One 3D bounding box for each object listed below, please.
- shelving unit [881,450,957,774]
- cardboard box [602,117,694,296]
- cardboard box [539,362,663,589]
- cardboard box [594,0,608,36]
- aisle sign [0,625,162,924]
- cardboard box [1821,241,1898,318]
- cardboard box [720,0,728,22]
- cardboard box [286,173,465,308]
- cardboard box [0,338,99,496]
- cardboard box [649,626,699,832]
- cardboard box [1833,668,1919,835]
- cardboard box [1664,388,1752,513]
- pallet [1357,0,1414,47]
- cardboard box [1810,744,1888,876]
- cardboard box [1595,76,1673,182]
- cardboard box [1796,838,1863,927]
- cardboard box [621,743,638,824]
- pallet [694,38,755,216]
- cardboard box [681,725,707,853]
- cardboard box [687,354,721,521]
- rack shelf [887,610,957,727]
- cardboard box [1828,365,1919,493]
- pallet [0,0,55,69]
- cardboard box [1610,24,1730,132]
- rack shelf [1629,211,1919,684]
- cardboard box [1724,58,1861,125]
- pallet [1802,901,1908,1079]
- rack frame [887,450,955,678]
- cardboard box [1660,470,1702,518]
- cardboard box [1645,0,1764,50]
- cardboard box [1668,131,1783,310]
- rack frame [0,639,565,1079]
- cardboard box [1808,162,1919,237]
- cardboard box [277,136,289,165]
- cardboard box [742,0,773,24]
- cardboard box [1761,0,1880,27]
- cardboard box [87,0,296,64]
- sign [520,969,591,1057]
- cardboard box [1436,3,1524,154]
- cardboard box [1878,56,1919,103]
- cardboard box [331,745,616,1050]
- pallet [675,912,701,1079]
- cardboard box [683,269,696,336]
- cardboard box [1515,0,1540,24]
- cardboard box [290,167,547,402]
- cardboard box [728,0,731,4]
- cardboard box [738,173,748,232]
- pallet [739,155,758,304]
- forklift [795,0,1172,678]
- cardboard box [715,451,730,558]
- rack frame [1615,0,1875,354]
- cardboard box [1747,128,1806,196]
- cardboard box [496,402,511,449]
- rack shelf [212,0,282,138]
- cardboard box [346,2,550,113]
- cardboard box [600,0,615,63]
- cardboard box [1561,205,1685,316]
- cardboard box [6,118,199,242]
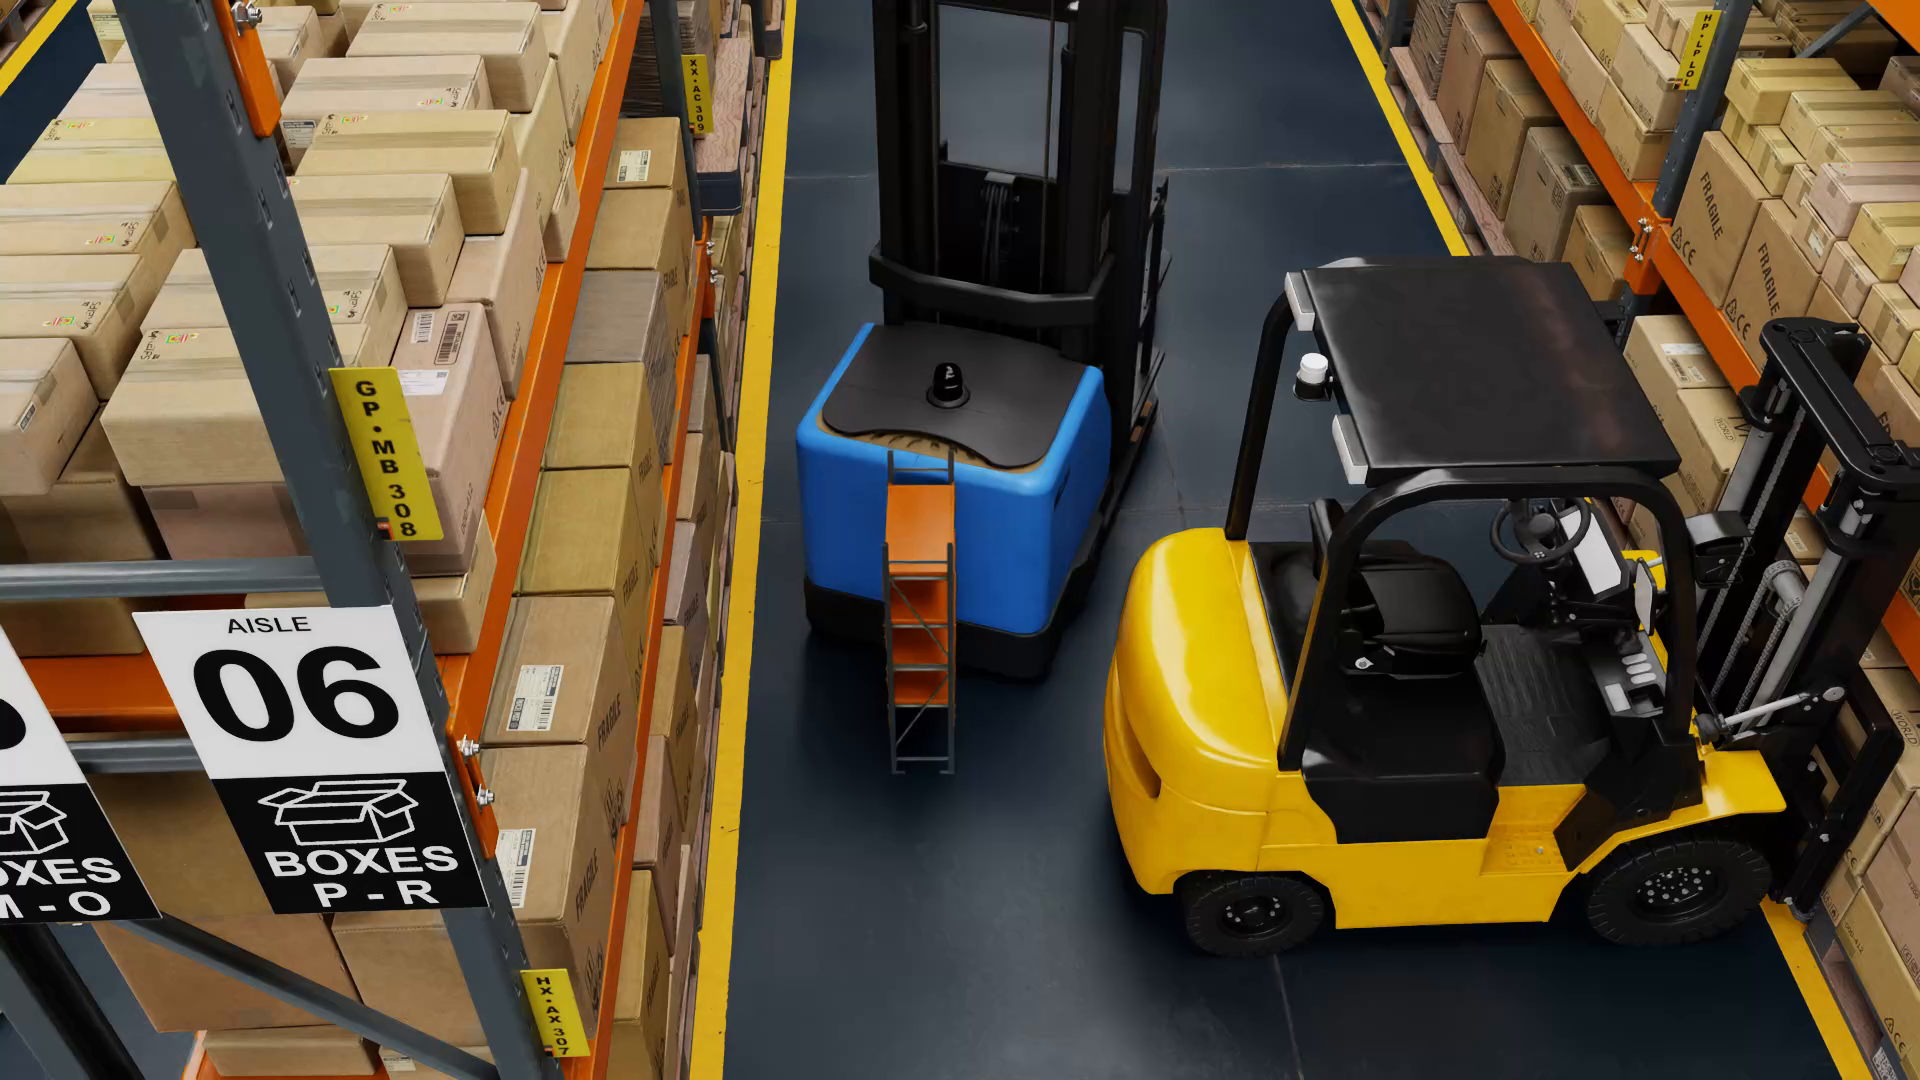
[{"bbox_3d":[-0.142,0.291,6.194,0.258,1.200,0.503,0,43,0],"label":"shelving unit"},{"bbox_3d":[-1.288,-1.231,6.229,0.500,0.500,0.500,-3,43,-3],"label":"cardboard box"},{"bbox_3d":[-1.206,-0.188,5.091,0.500,0.500,0.500,-2,43,-3],"label":"cardboard box"},{"bbox_3d":[-1.238,-1.562,4.555,0.500,0.250,0.500,-2,43,-2],"label":"cardboard box"},{"bbox_3d":[-1.673,0.414,2.804,0.394,0.787,0.004,-2,43,-2],"label":"aisle sign"},{"bbox_3d":[3.152,-0.880,5.586,0.380,0.149,0.250,-2,43,-2],"label":"cardboard box"},{"bbox_3d":[-1.318,-2.676,7.494,0.500,0.500,0.500,-2,43,-2],"label":"cardboard box"},{"bbox_3d":[-1.172,-0.571,3.178,0.380,0.149,0.250,-2,43,-2],"label":"cardboard box"},{"bbox_3d":[-1.695,-0.204,2.779,0.380,0.149,0.250,-1,43,-1],"label":"cardboard box"},{"bbox_3d":[-1.185,0.645,5.646,0.500,0.500,0.500,-1,43,-1],"label":"cardboard box"},{"bbox_3d":[3.184,0.681,5.421,0.500,0.250,0.500,-1,43,-1],"label":"cardboard box"},{"bbox_3d":[3.122,-0.351,6.547,0.500,0.250,0.500,-2,43,-2],"label":"cardboard box"},{"bbox_3d":[3.240,-3.700,11.280,1.003,0.211,1.213,-2,43,-2],"label":"pallet"},{"bbox_3d":[3.187,0.846,5.611,0.500,0.250,0.500,-3,43,-3],"label":"cardboard box"},{"bbox_3d":[3.121,-1.800,7.255,0.500,0.250,0.500,-1,43,-1],"label":"cardboard box"},{"bbox_3d":[3.214,1.054,5.754,0.500,0.250,0.500,-1,43,-1],"label":"cardboard box"},{"bbox_3d":[-1.113,0.656,4.650,0.380,0.149,0.250,-1,43,-1],"label":"cardboard box"},{"bbox_3d":[-1.442,-1.827,7.315,1.003,0.211,1.213,-2,43,-2],"label":"pallet"},{"bbox_3d":[-1.193,0.916,5.905,0.500,0.250,0.500,1,43,1],"label":"cardboard box"},{"bbox_3d":[-1.262,-0.404,6.789,0.500,0.500,0.500,-2,43,-2],"label":"cardboard box"},{"bbox_3d":[-0.142,0.487,6.374,0.258,0.148,0.480,0,43,0],"label":"rack shelf"},{"bbox_3d":[3.223,-0.219,5.345,0.500,0.500,0.500,-1,43,-2],"label":"cardboard box"},{"bbox_3d":[-6.698,-3.368,10.917,1.003,0.211,1.213,-2,43,-2],"label":"pallet"},{"bbox_3d":[3.127,-1.976,7.076,0.500,0.250,0.500,-2,43,-3],"label":"cardboard box"},{"bbox_3d":[3.489,0.093,5.611,1.077,0.370,4.000,-2,43,-2],"label":"rack shelf"},{"bbox_3d":[3.121,-1.685,6.244,0.380,0.149,0.250,-1,43,-1],"label":"cardboard box"},{"bbox_3d":[3.499,1.690,5.399,1.003,0.211,1.213,-2,43,-2],"label":"pallet"},{"bbox_3d":[-0.141,0.126,6.374,0.240,1.200,0.015,0,43,0],"label":"rack frame"},{"bbox_3d":[3.139,-0.173,6.723,0.500,0.250,0.500,-2,43,-2],"label":"cardboard box"},{"bbox_3d":[3.138,-2.197,7.022,0.380,0.149,0.250,-2,43,-2],"label":"cardboard box"},{"bbox_3d":[3.162,-1.253,6.472,0.500,0.500,0.500,-3,43,-3],"label":"cardboard box"},{"bbox_3d":[-1.385,1.323,3.737,1.000,3.000,0.127,-2,43,-2],"label":"rack frame"},{"bbox_3d":[3.150,-1.162,5.673,0.380,0.149,0.250,-1,43,-1],"label":"cardboard box"},{"bbox_3d":[-1.723,-0.865,3.794,0.500,0.250,0.500,-1,43,-1],"label":"cardboard box"},{"bbox_3d":[-1.672,-3.918,10.716,0.875,0.875,0.875,-2,43,-2],"label":"cardboard box"},{"bbox_3d":[3.644,-2.225,7.053,0.380,0.149,0.250,-3,43,-3],"label":"cardboard box"},{"bbox_3d":[-1.793,-1.239,3.907,0.380,0.149,0.250,-1,43,-1],"label":"cardboard box"},{"bbox_3d":[-0.843,0.988,3.461,0.100,0.325,0.005,-2,43,-2],"label":"sign"},{"bbox_3d":[3.282,-2.640,9.507,0.875,0.625,0.625,0,43,0],"label":"cardboard box"},{"bbox_3d":[3.719,-1.702,6.262,0.380,0.149,0.250,-2,43,-2],"label":"cardboard box"},{"bbox_3d":[-1.128,0.848,3.960,0.500,0.500,0.500,-2,43,-2],"label":"cardboard box"},{"bbox_3d":[-1.388,1.750,5.335,1.003,0.211,1.213,-2,43,-2],"label":"pallet"},{"bbox_3d":[-1.220,-0.909,6.357,0.380,0.149,0.250,-1,43,-1],"label":"cardboard box"},{"bbox_3d":[3.074,-2.824,8.372,0.500,0.250,0.500,0,43,0],"label":"cardboard box"},{"bbox_3d":[-1.152,-0.525,3.423,0.500,0.250,0.500,-2,43,-2],"label":"cardboard box"},{"bbox_3d":[-1.291,-2.703,8.004,0.380,0.149,0.250,0,43,0],"label":"cardboard box"},{"bbox_3d":[-1.645,-1.873,8.857,0.950,0.372,0.625,0,43,0],"label":"cardboard box"},{"bbox_3d":[-1.645,-1.701,9.099,1.003,0.211,1.213,-2,43,-2],"label":"pallet"},{"bbox_3d":[0.308,-1.535,6.905,1.130,2.935,3.031,13,44,14],"label":"forklift"},{"bbox_3d":[-1.262,-0.128,7.043,0.500,0.250,0.500,0,43,0],"label":"cardboard box"},{"bbox_3d":[3.404,-1.523,6.841,1.000,3.000,0.127,-2,43,-2],"label":"rack frame"},{"bbox_3d":[3.167,-1.401,6.154,0.380,0.149,0.250,-1,43,-1],"label":"cardboard box"},{"bbox_3d":[-1.153,-0.278,3.449,0.380,0.149,0.250,-1,43,-1],"label":"cardboard box"},{"bbox_3d":[-1.470,-1.973,3.427,1.077,0.370,4.000,-2,43,-2],"label":"rack shelf"},{"bbox_3d":[-1.144,-1.085,3.740,0.380,0.149,0.250,-1,43,-1],"label":"cardboard box"},{"bbox_3d":[-1.208,-1.492,4.773,0.380,0.149,0.250,-1,43,-1],"label":"cardboard box"},{"bbox_3d":[3.370,-1.154,7.886,0.875,0.625,0.625,0,43,0],"label":"cardboard box"},{"bbox_3d":[-1.656,-0.724,3.346,0.380,0.149,0.250,-1,43,-2],"label":"cardboard box"}]
